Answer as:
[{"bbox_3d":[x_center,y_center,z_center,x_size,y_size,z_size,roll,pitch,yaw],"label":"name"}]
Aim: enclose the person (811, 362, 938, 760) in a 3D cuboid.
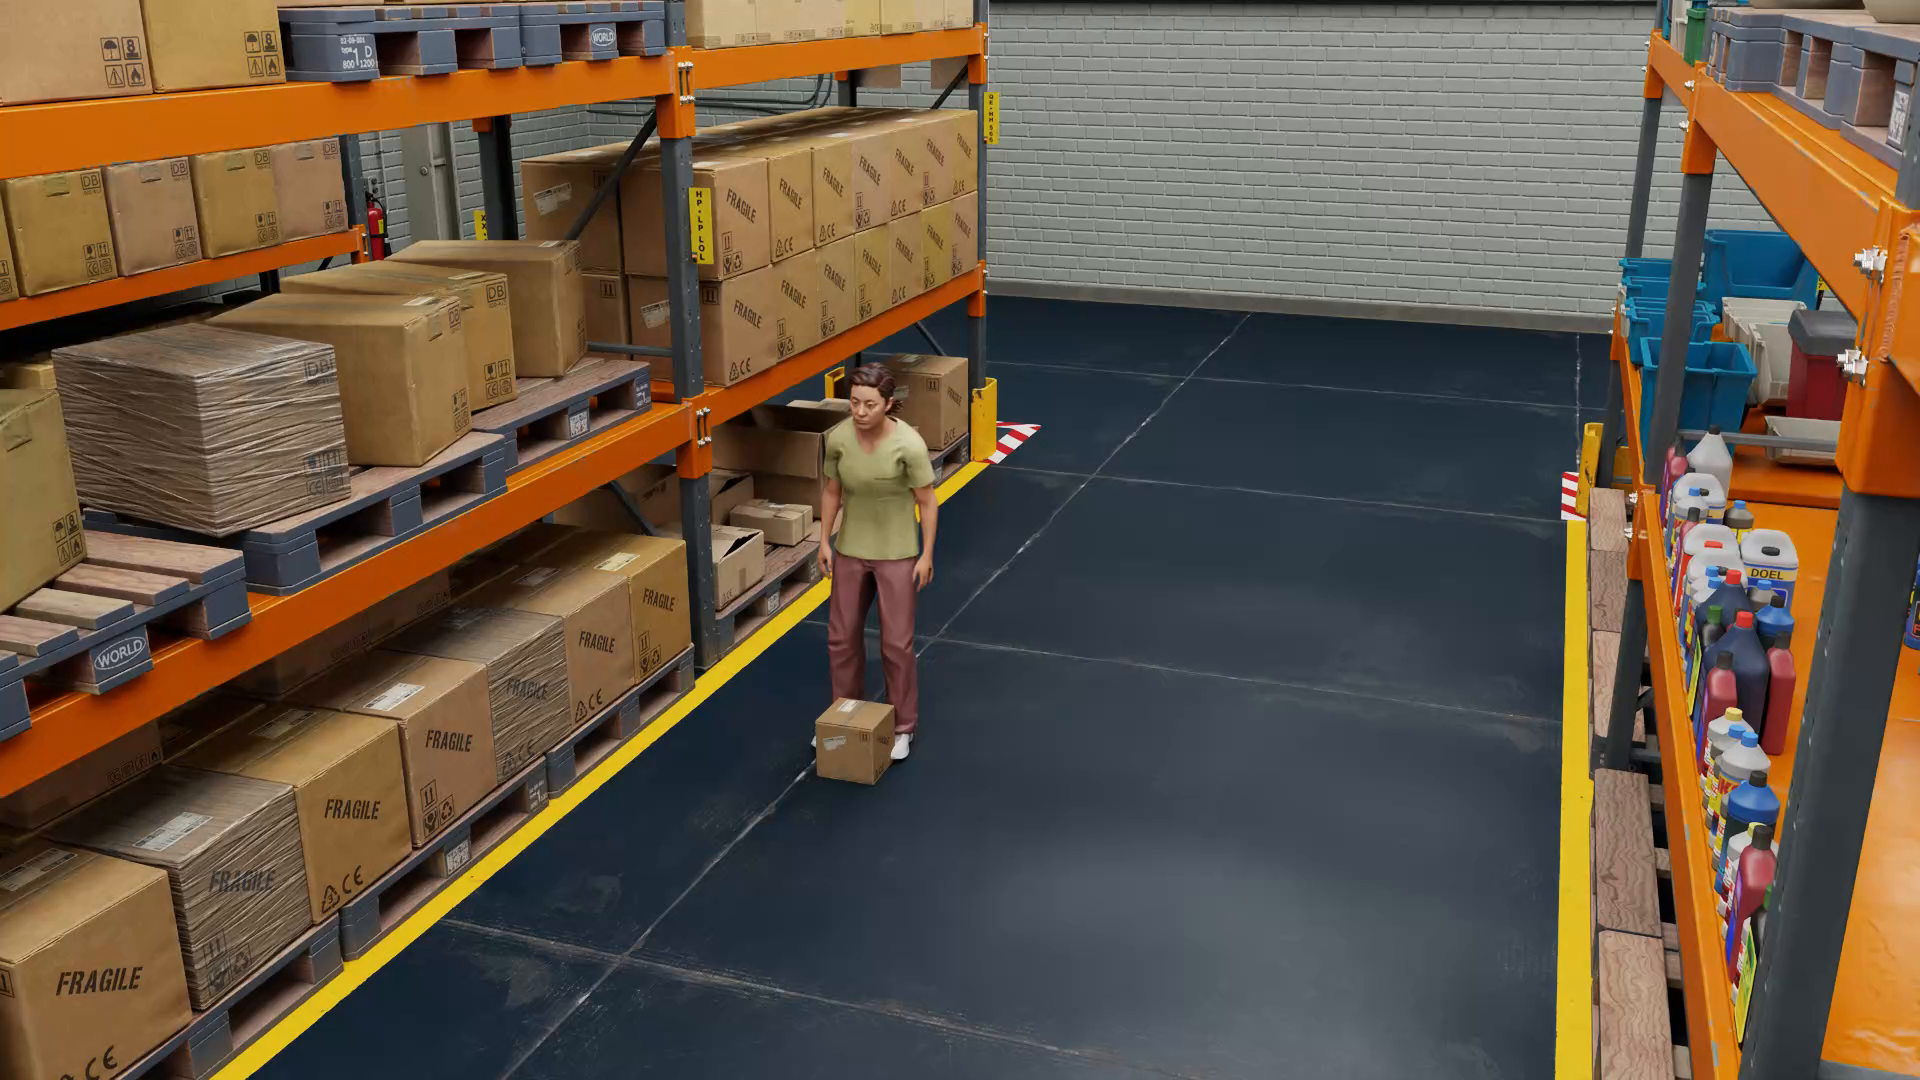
[{"bbox_3d":[-0.348,0.077,6.837,0.506,1.672,0.352,6,20,18],"label":"person"}]
